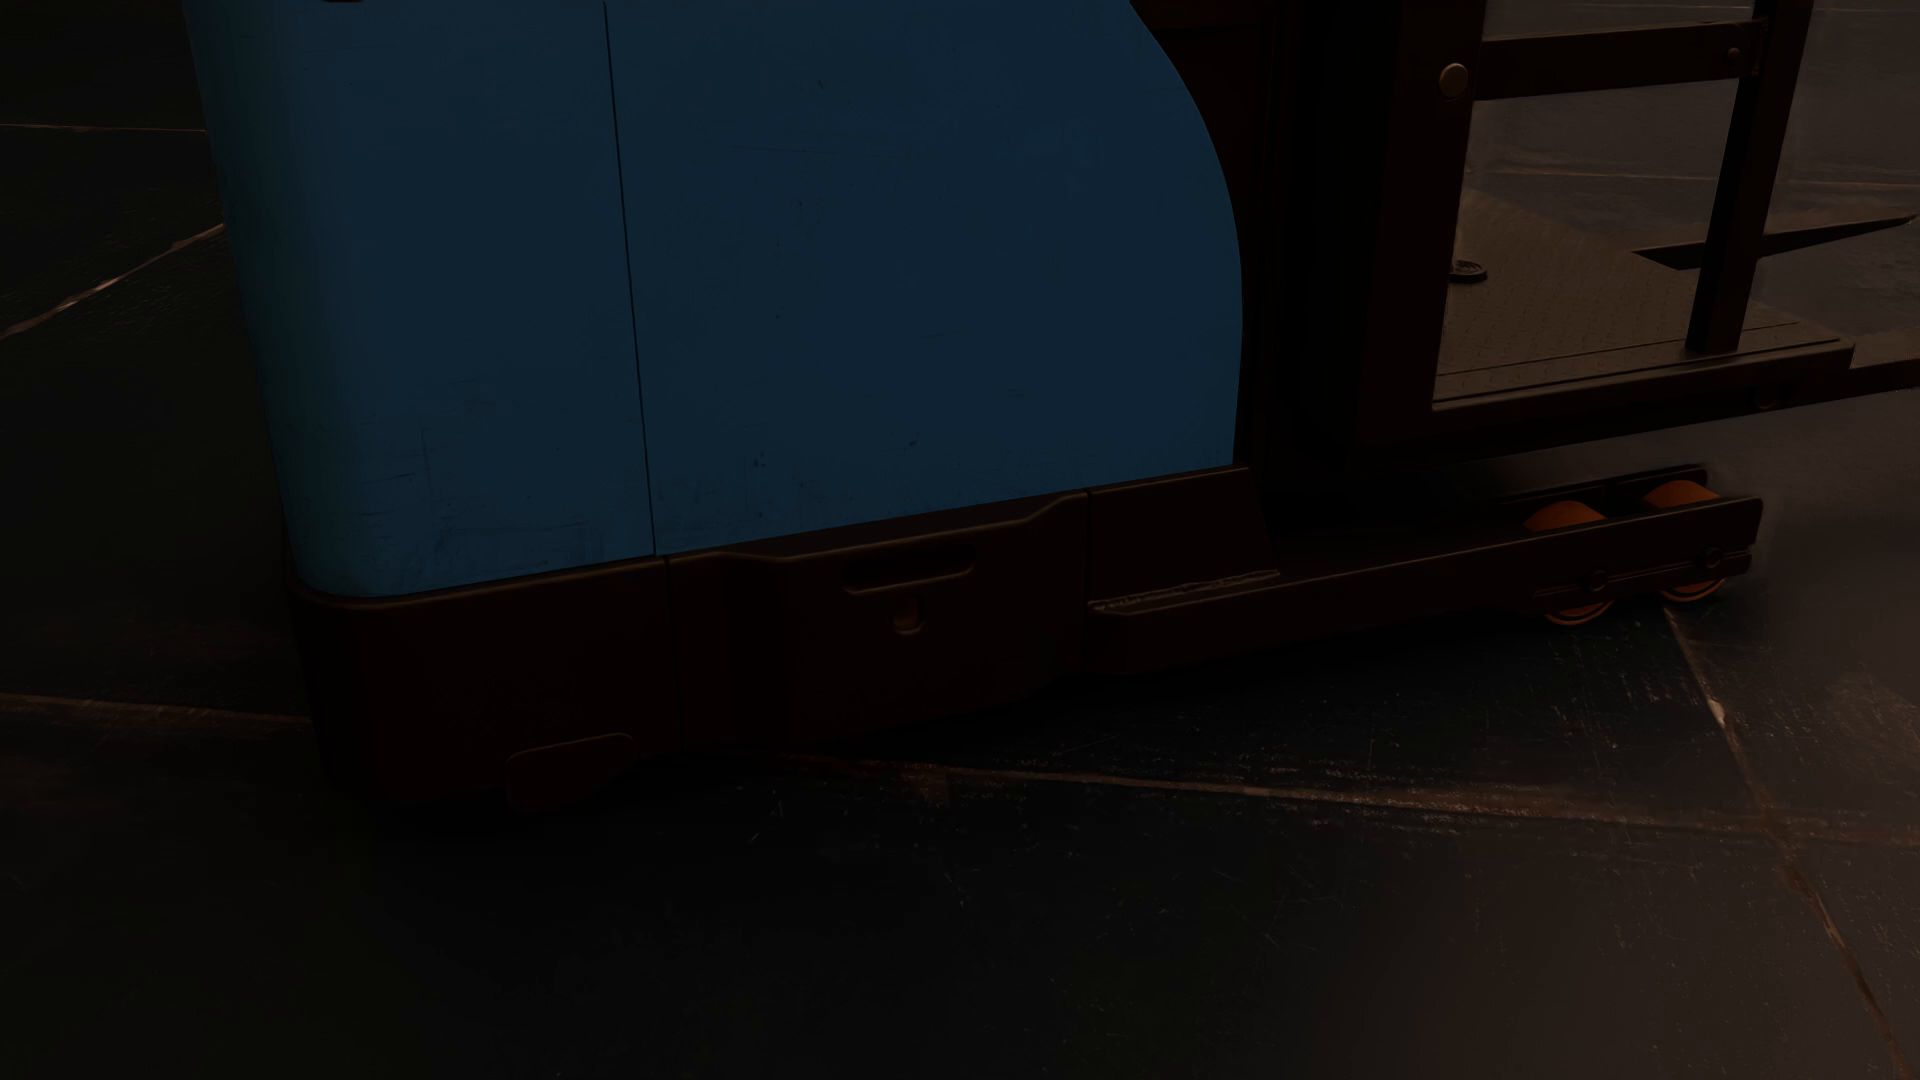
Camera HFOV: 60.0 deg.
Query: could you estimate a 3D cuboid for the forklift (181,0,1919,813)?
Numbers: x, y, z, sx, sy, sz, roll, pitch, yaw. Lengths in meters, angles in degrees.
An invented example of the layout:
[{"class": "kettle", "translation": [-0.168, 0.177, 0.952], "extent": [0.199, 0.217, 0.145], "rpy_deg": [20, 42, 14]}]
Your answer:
[{"class": "forklift", "translation": [0.572, -1.406, 2.035], "extent": [3.031, 2.935, 1.130], "rpy_deg": [-9, 28, -18]}]
